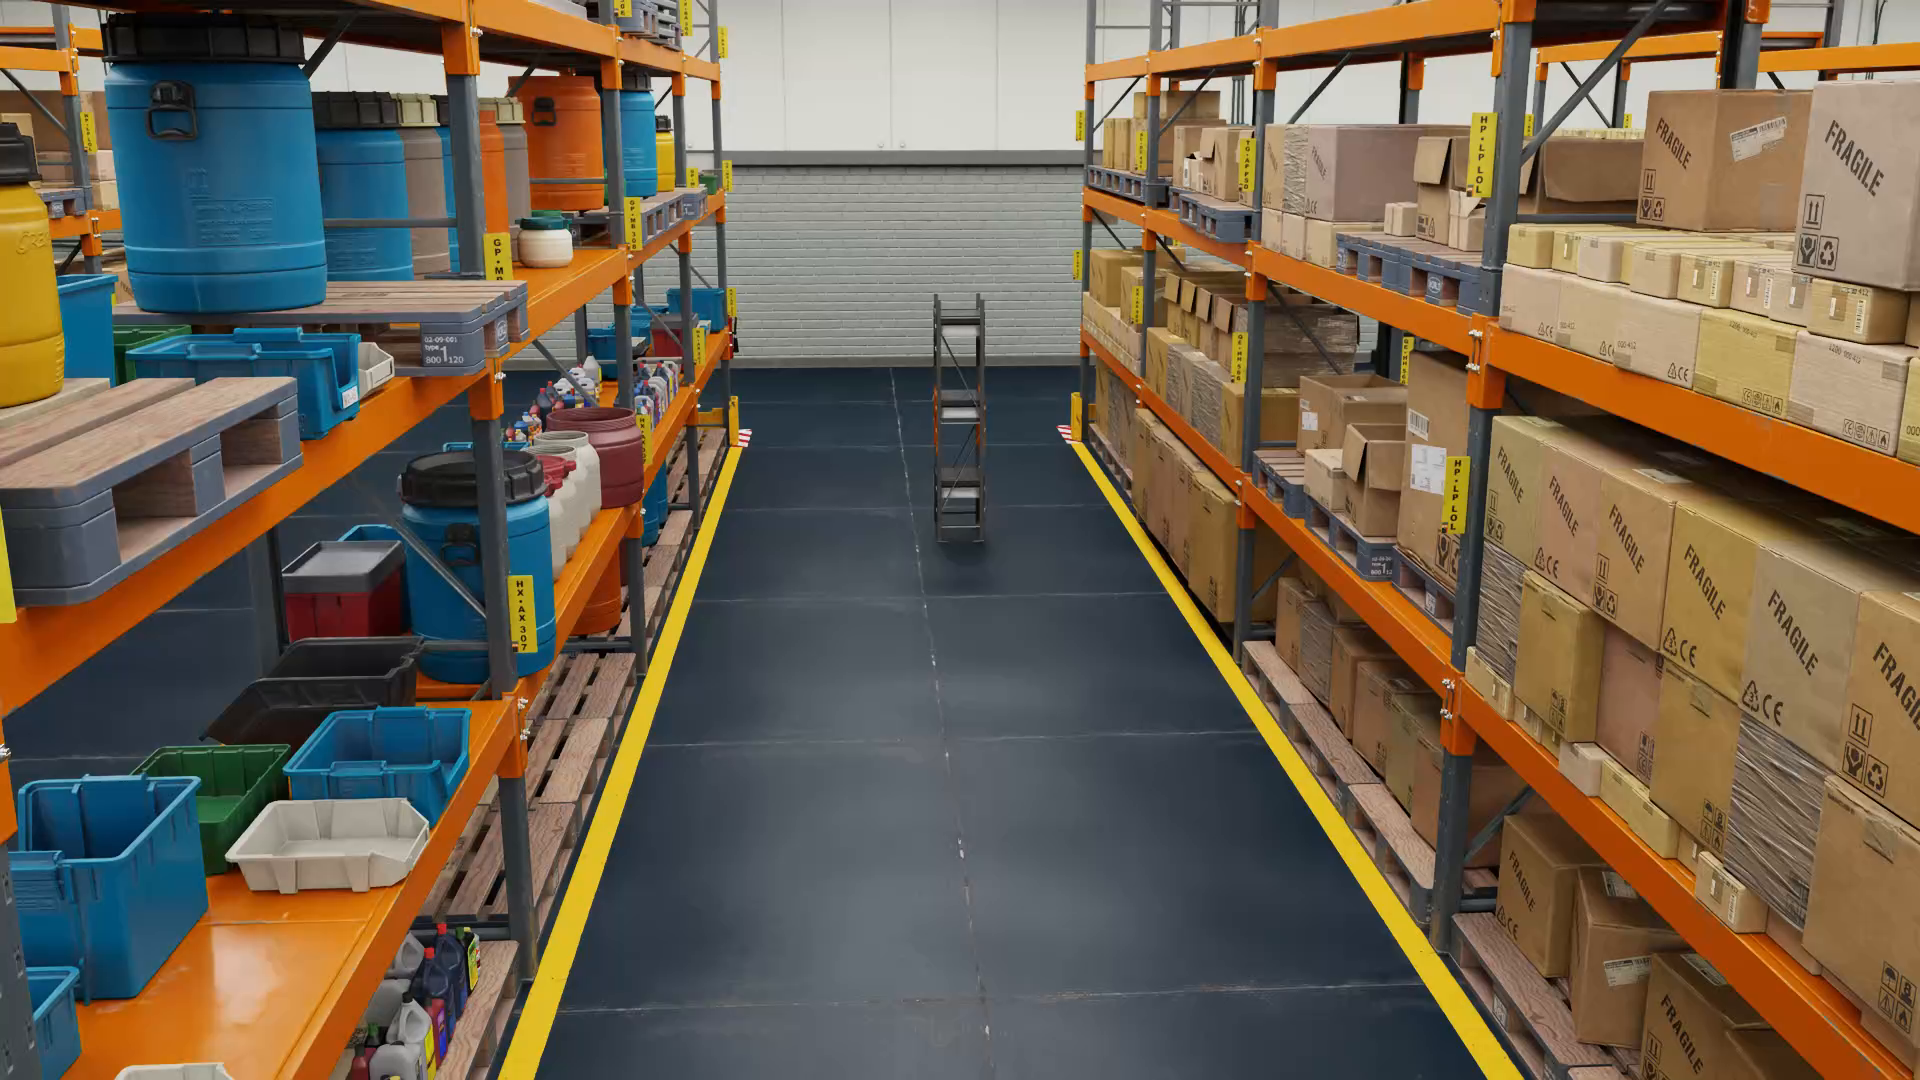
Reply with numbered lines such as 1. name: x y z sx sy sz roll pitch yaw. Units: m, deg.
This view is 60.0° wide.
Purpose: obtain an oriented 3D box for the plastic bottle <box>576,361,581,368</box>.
1. plastic bottle: -3.223 -1.360 14.025 0.061 0.283 0.133 -1 14 -3

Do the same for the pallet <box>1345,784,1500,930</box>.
1. pallet: 2.562 1.523 8.184 1.003 0.211 1.213 -1 14 -3

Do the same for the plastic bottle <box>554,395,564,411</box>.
1. plastic bottle: -2.969 -0.922 12.325 0.061 0.283 0.133 -1 14 -3

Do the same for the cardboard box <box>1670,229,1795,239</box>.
1. cardboard box: 2.845 -1.063 6.118 0.380 0.149 0.250 -1 14 -3

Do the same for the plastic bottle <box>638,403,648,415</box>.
1. plastic bottle: -2.321 -0.862 12.114 0.097 0.271 0.097 0 14 0

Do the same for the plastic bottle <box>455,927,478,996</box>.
1. plastic bottle: -1.973 1.660 6.625 0.061 0.283 0.133 0 14 -1

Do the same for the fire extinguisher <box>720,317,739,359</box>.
1. fire extinguisher: -2.631 -2.368 18.615 0.296 0.674 0.183 -1 14 -3

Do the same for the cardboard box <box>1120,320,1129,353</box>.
1. cardboard box: 1.792 -1.929 15.709 0.500 0.250 0.500 0 14 -2

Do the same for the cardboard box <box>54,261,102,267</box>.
1. cardboard box: -8.096 -2.253 15.057 0.500 0.500 0.500 -1 14 -5

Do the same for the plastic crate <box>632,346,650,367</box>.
1. plastic crate: -3.165 -1.717 15.612 0.437 0.125 0.590 -1 14 -3

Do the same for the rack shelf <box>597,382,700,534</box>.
1. rack shelf: -2.704 -0.701 12.676 1.077 0.370 4.000 -1 14 -3

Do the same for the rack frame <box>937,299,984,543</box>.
1. rack frame: 0.005 -0.997 14.189 0.400 2.100 0.015 -1 14 -3

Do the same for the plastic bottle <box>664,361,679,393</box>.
1. plastic bottle: -2.481 -1.394 14.173 0.152 0.276 0.135 -1 14 -3

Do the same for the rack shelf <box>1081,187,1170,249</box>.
1. rack shelf: 1.992 -3.225 16.466 1.077 0.370 4.000 -1 14 -3

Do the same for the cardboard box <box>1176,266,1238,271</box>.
1. cardboard box: 2.318 -2.304 15.659 0.500 0.500 0.500 -1 14 -3

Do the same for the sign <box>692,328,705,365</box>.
1. sign: -2.279 -1.689 14.516 0.100 0.325 0.005 -1 14 -3

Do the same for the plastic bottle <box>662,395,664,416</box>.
1. plastic bottle: -2.384 -1.080 13.101 0.097 0.201 0.097 0 14 0

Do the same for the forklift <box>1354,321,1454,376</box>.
1. forklift: 4.478 -1.723 15.339 1.130 2.935 3.031 -1 14 -4

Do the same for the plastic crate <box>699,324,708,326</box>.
1. plastic crate: -2.841 -2.171 17.353 0.396 0.136 0.243 -1 14 -3

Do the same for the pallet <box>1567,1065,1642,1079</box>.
1. pallet: 2.767 2.187 5.602 1.003 0.211 1.213 -1 14 -3

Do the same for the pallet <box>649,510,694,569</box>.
1. pallet: -2.822 -0.004 14.118 1.003 0.211 1.213 -1 14 -3

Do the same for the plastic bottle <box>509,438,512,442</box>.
1. plastic bottle: -3.020 -0.579 11.156 0.097 0.201 0.097 0 14 0

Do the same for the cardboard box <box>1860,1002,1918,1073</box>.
1. cardboard box: 2.554 1.229 4.235 0.380 0.149 0.250 -1 14 -3

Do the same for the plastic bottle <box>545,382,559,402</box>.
1. plastic bottle: -3.090 -1.026 12.593 0.144 0.351 0.185 -1 14 -3

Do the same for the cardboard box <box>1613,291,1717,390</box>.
1. cardboard box: 2.442 -0.643 5.286 0.500 0.250 0.500 -1 15 -6

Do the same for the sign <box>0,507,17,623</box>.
1. sign: -1.535 -0.027 2.574 0.100 0.325 0.005 -1 14 -3

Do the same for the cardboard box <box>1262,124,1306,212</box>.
1. cardboard box: 2.136 -2.251 10.032 0.500 0.500 0.500 -1 14 -3

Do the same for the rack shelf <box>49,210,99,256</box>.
1. rack shelf: -7.648 -2.078 12.008 1.077 0.370 4.000 -1 14 -3

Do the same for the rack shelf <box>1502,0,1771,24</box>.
1. rack shelf: 2.735 -1.692 4.493 1.077 0.370 4.000 -1 14 -3

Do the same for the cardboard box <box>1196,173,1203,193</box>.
1. cardboard box: 2.058 -2.785 12.973 0.380 0.149 0.250 -1 15 -6

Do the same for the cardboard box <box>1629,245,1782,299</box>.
1. cardboard box: 2.392 -0.861 5.332 0.380 0.149 0.250 -1 14 -4

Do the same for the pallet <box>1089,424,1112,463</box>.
1. pallet: 1.996 -1.070 18.262 1.003 0.211 1.213 -1 14 -3

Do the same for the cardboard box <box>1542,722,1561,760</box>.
1. cardboard box: 2.395 0.732 6.166 0.380 0.149 0.250 -1 14 -3

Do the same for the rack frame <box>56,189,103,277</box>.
1. rack frame: -7.772 -1.472 14.226 1.000 3.000 0.127 -1 14 -3

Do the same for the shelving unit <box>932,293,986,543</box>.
1. shelving unit: -0.010 -1.058 14.425 0.431 2.100 0.503 -1 14 -3

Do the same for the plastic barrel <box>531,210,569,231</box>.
1. plastic barrel: -2.514 -1.869 10.063 0.294 0.245 0.294 0 14 0

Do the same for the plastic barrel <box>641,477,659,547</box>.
1. plastic barrel: -2.767 -0.423 13.517 0.600 0.901 0.708 -1 14 -3

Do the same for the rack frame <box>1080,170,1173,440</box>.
1. rack frame: 1.868 -2.618 18.683 1.000 3.000 0.127 -1 14 -3

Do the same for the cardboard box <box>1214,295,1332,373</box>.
1. cardboard box: 2.297 -1.507 12.150 0.797 0.503 0.637 -1 14 -2

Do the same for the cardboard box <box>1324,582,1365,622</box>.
1. cardboard box: 2.478 0.304 9.955 0.500 0.250 0.500 1 14 3

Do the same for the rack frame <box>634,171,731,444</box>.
1. rack frame: -3.076 -2.542 18.386 1.000 3.000 0.127 -1 14 -3

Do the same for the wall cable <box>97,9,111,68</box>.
1. wall cable: -10.257 -7.690 22.452 3.097 2.526 0.112 -1 14 -3

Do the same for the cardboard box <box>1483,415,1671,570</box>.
1. cardboard box: 2.386 -0.195 6.459 0.500 0.500 0.500 -1 14 -3

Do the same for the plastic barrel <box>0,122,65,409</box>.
1. plastic barrel: -2.282 -0.591 3.565 0.600 0.588 0.600 0 14 0

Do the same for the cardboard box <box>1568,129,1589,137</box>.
1. cardboard box: 6.574 -4.208 17.340 0.380 0.149 0.250 -1 14 -3

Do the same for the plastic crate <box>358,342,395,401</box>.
1. plastic crate: -1.829 -0.489 4.918 0.243 0.136 0.396 -1 14 -3

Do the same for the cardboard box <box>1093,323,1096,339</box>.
1. cardboard box: 1.611 -2.211 17.604 0.380 0.149 0.250 -1 14 -4

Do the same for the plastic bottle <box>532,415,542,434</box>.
1. plastic bottle: -3.076 -0.806 12.037 0.097 0.201 0.097 0 14 0

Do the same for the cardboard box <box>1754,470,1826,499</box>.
1. cardboard box: 2.976 0.046 5.525 0.500 0.500 0.500 -1 14 -3

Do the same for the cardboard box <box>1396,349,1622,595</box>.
1. cardboard box: 2.702 -0.328 7.733 1.000 1.000 1.000 -1 14 -3

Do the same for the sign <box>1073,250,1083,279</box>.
1. sign: 1.314 -3.069 18.538 0.100 0.325 0.005 -1 14 -3

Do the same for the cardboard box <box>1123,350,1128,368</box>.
1. cardboard box: 1.738 -1.700 15.620 0.380 0.149 0.250 -1 14 -4

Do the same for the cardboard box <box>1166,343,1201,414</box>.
1. cardboard box: 1.957 -1.304 13.375 0.500 0.500 0.500 -1 14 -5

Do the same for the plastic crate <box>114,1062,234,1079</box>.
1. plastic crate: -1.819 1.338 3.837 0.298 0.136 0.250 -1 14 -3
